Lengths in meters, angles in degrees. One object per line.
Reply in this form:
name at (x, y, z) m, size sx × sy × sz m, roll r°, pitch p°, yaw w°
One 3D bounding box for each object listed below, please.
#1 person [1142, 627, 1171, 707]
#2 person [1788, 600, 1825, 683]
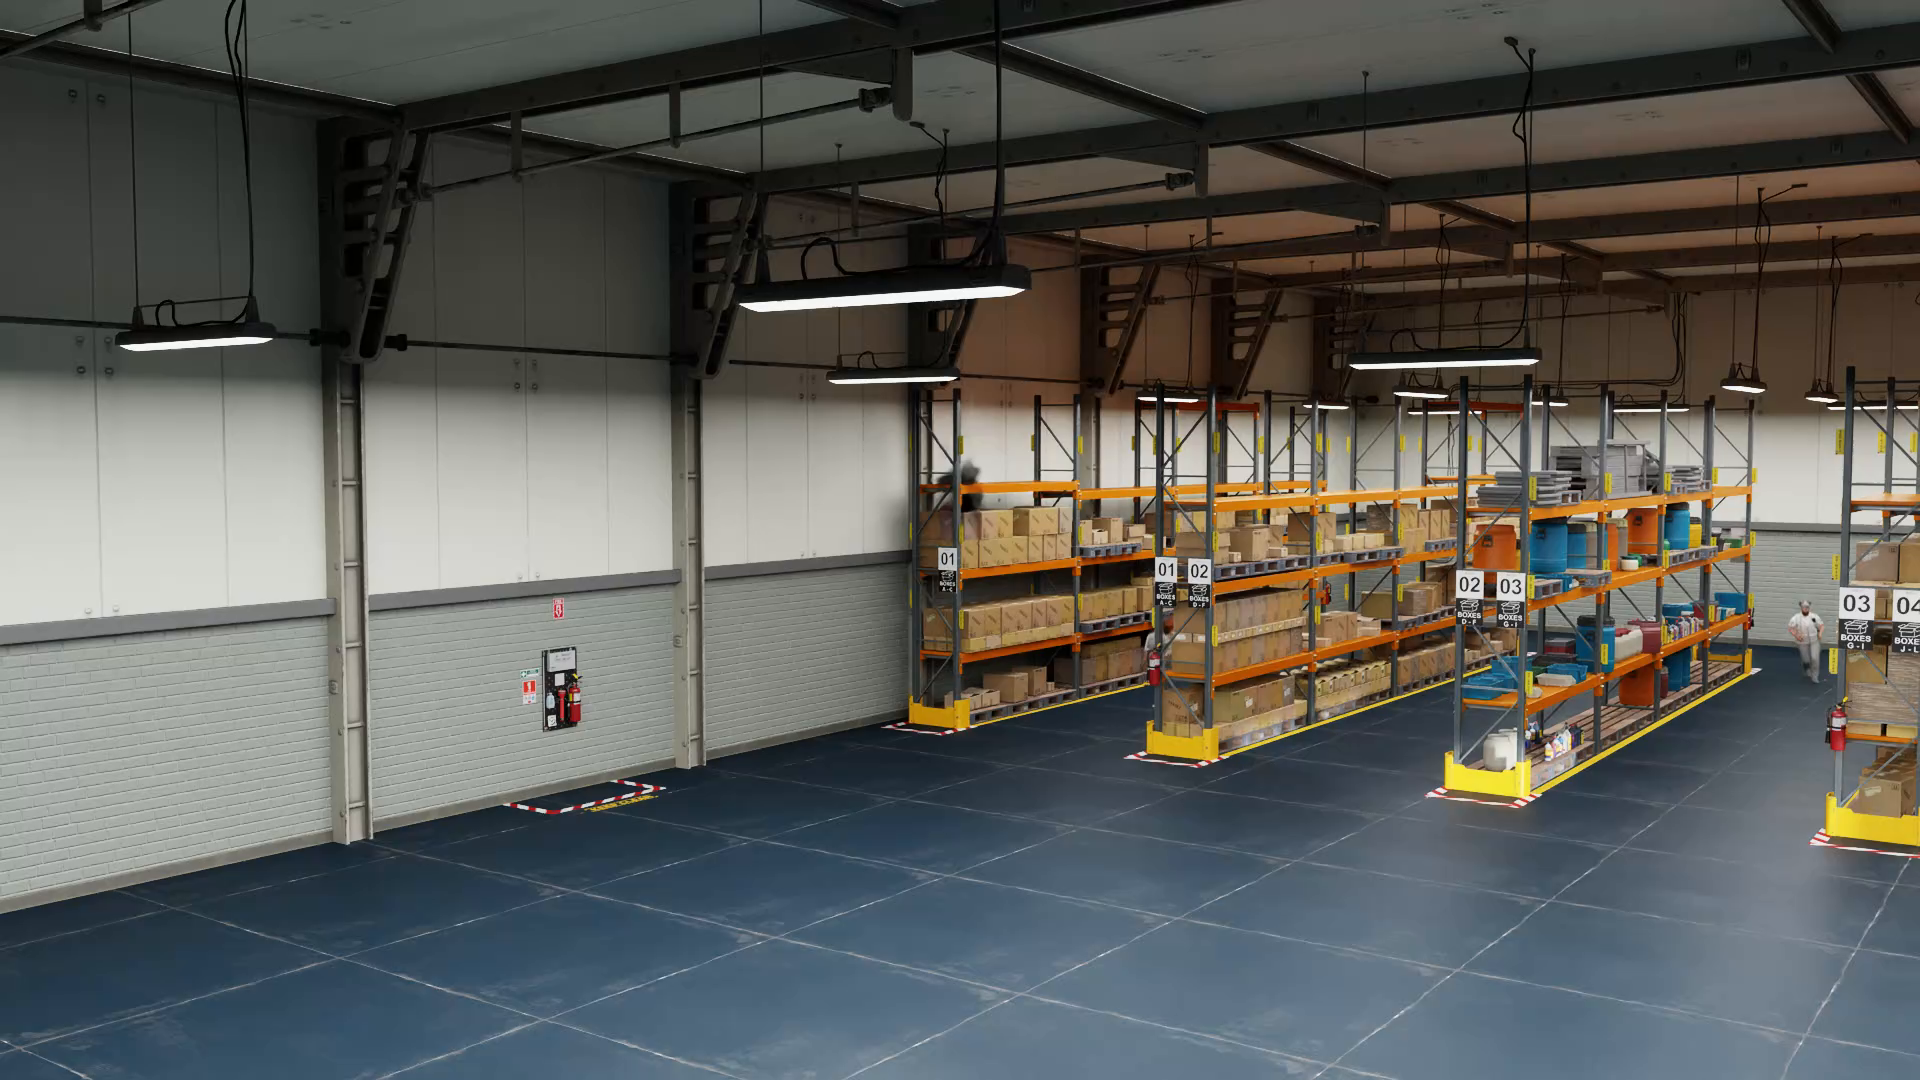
person at (3.528, 2.246, 29.978) m, size 0.541 × 1.530 × 0.489 m, roll 2°, pitch 4°, yaw 28°
person at (17.967, 2.134, 35.281) m, size 0.693 × 1.724 × 0.625 m, roll 1°, pitch 3°, yaw 18°
